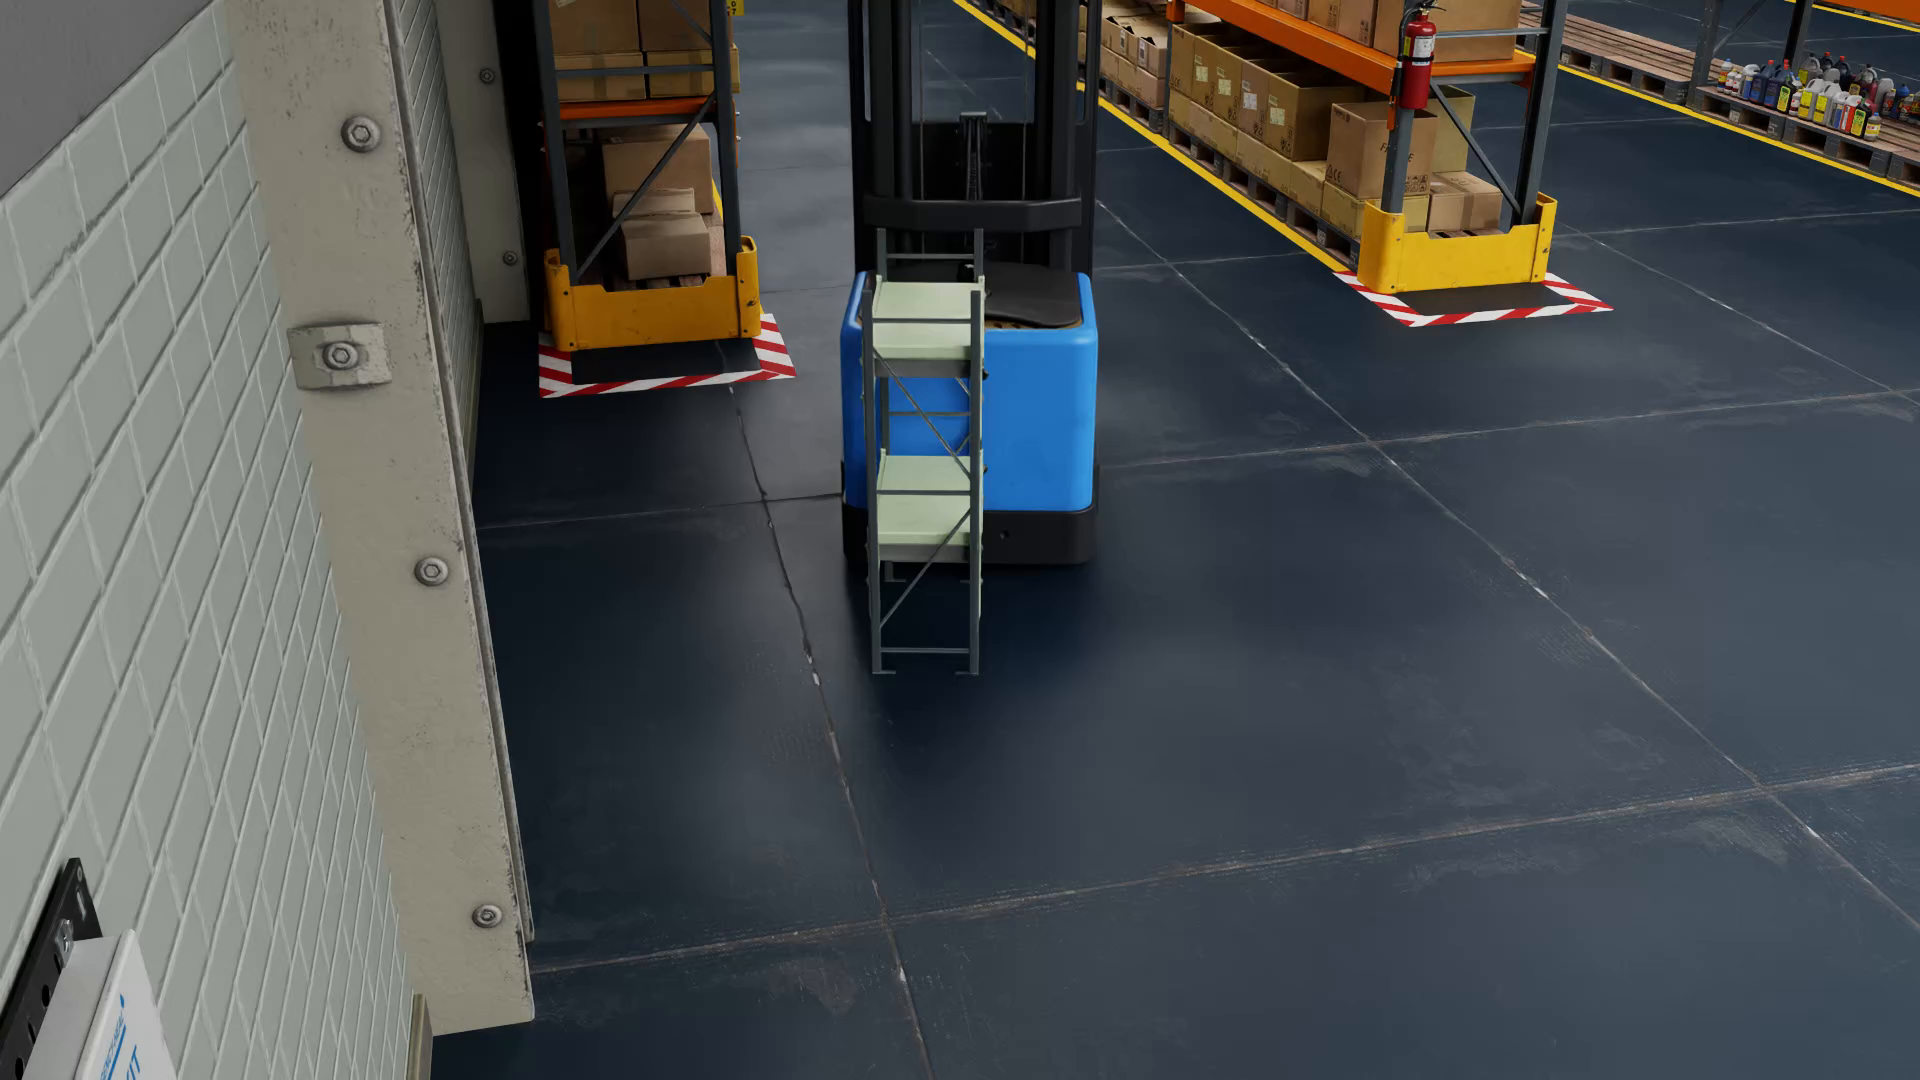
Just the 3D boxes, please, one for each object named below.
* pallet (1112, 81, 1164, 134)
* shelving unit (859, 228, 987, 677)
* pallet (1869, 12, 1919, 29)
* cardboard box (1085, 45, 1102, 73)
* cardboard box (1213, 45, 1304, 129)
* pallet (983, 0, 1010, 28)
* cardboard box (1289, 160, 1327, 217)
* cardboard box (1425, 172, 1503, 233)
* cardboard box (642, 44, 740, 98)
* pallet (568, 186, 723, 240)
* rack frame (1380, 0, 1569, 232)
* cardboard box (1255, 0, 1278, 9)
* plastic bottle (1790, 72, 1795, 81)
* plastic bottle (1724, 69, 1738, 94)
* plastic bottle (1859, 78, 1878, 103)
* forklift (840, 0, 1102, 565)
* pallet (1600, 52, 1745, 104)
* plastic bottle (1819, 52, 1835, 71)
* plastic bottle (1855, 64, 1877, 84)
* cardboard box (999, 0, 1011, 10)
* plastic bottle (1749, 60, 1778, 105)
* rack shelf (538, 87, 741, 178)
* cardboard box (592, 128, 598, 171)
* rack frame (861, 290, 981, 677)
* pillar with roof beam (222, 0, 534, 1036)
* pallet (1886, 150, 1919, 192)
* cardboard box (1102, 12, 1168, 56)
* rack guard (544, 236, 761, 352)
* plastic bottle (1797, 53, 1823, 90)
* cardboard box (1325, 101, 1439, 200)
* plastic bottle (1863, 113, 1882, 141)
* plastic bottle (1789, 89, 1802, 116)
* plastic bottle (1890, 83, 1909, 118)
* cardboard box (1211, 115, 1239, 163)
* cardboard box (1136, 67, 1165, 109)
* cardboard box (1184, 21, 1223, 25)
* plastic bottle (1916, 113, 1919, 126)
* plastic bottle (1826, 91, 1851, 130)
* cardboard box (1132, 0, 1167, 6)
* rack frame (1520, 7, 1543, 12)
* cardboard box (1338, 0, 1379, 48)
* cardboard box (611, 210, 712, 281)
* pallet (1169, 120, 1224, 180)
[{"bbox_3d":[1.992,-3.829,14.602,1.003,0.211,1.213,-6,27,-12],"label":"pallet"},{"bbox_3d":[-0.122,-0.330,6.239,0.431,1.500,0.755,1,27,1],"label":"shelving unit"},{"bbox_3d":[11.122,-5.927,18.758,1.003,0.211,1.213,-6,27,-12],"label":"pallet"},{"bbox_3d":[1.479,-4.537,15.496,0.500,0.250,0.500,-5,27,-11],"label":"cardboard box"},{"bbox_3d":[2.221,-3.375,12.360,0.500,0.500,0.500,-6,27,-12],"label":"cardboard box"},{"bbox_3d":[0.892,-6.131,19.164,1.003,0.211,1.213,-6,27,-12],"label":"pallet"},{"bbox_3d":[2.565,-2.382,11.226,0.500,0.250,0.500,-6,27,-12],"label":"cardboard box"},{"bbox_3d":[3.194,-2.216,10.897,0.500,0.250,0.500,-6,27,-12],"label":"cardboard box"},{"bbox_3d":[-1.528,-2.682,9.379,0.500,0.250,0.500,-7,28,-13],"label":"cardboard box"},{"bbox_3d":[-2.165,-2.177,11.329,1.003,0.211,1.213,-6,27,-12],"label":"pallet"},{"bbox_3d":[3.098,-2.998,9.861,1.000,3.000,0.127,-6,27,-12],"label":"rack frame"},{"bbox_3d":[2.537,-4.153,12.039,0.700,0.500,0.500,-6,27,-11],"label":"cardboard box"},{"bbox_3d":[6.951,-3.786,13.962,0.097,0.271,0.097,0,27,0],"label":"plastic bottle"},{"bbox_3d":[6.691,-3.974,14.411,0.097,0.201,0.097,0,27,0],"label":"plastic bottle"},{"bbox_3d":[7.494,-3.677,13.733,0.061,0.283,0.133,-6,27,-12],"label":"plastic bottle"},{"bbox_3d":[0.069,-1.828,7.620,1.130,2.935,3.031,1,27,1],"label":"forklift"},{"bbox_3d":[6.808,-4.352,15.637,1.003,0.211,1.213,-6,27,-12],"label":"pallet"},{"bbox_3d":[7.449,-4.016,14.329,0.144,0.351,0.185,-7,28,-13],"label":"plastic bottle"},{"bbox_3d":[7.565,-3.790,13.881,0.144,0.351,0.185,-6,27,-12],"label":"plastic bottle"},{"bbox_3d":[0.739,-6.205,18.500,0.500,0.500,0.500,-7,28,-13],"label":"cardboard box"},{"bbox_3d":[6.801,-3.873,14.046,0.144,0.351,0.185,-5,27,-10],"label":"plastic bottle"},{"bbox_3d":[-2.178,-3.050,10.763,1.077,0.370,4.000,-6,27,-12],"label":"rack shelf"},{"bbox_3d":[-2.356,-2.879,11.910,0.500,0.500,0.500,-8,28,-15],"label":"cardboard box"},{"bbox_3d":[-0.131,-0.165,5.912,0.400,1.500,0.023,1,27,1],"label":"rack frame"},{"bbox_3d":[2.818,-3.194,3.592,9.100,9.000,0.400,-6,27,-12],"label":"pillar with roof beam"},{"bbox_3d":[7.684,-2.641,12.247,1.003,0.211,1.213,-6,27,-12],"label":"pallet"},{"bbox_3d":[1.592,-4.560,14.919,0.500,0.311,0.500,-6,27,-12],"label":"cardboard box"},{"bbox_3d":[-1.745,-1.411,9.491,1.175,0.500,0.348,-6,27,-12],"label":"rack guard"},{"bbox_3d":[7.309,-4.001,14.300,0.144,0.351,0.185,-6,27,-12],"label":"plastic bottle"},{"bbox_3d":[2.687,-2.498,10.624,0.500,0.500,0.500,-6,27,-12],"label":"cardboard box"},{"bbox_3d":[7.084,-3.209,12.895,0.097,0.201,0.097,0,27,0],"label":"plastic bottle"},{"bbox_3d":[6.884,-3.597,13.664,0.097,0.201,0.097,0,27,0],"label":"plastic bottle"},{"bbox_3d":[7.674,-3.589,13.571,0.097,0.271,0.097,0,27,0],"label":"plastic bottle"},{"bbox_3d":[2.221,-3.040,12.529,0.500,0.250,0.500,-6,27,-12],"label":"cardboard box"},{"bbox_3d":[1.820,-3.867,14.168,0.500,0.250,0.500,-6,27,-12],"label":"cardboard box"},{"bbox_3d":[2.238,-4.392,14.585,0.500,0.311,0.500,-6,27,-12],"label":"cardboard box"},{"bbox_3d":[7.742,-3.456,13.308,0.097,0.271,0.097,0,27,0],"label":"plastic bottle"},{"bbox_3d":[7.022,-3.416,13.224,0.152,0.276,0.135,-7,28,-13],"label":"plastic bottle"},{"bbox_3d":[1.887,-5.066,15.922,0.500,0.311,0.500,-6,27,-12],"label":"cardboard box"},{"bbox_3d":[6.122,-7.012,17.813,1.000,3.000,0.127,-6,27,-12],"label":"rack frame"},{"bbox_3d":[2.882,-3.479,10.703,0.700,0.500,0.500,-5,27,-10],"label":"cardboard box"},{"bbox_3d":[-1.796,-1.803,9.988,0.500,0.311,0.500,-9,28,-17],"label":"cardboard box"},{"bbox_3d":[2.335,-3.156,13.269,1.003,0.211,1.213,-6,27,-12],"label":"pallet"}]
